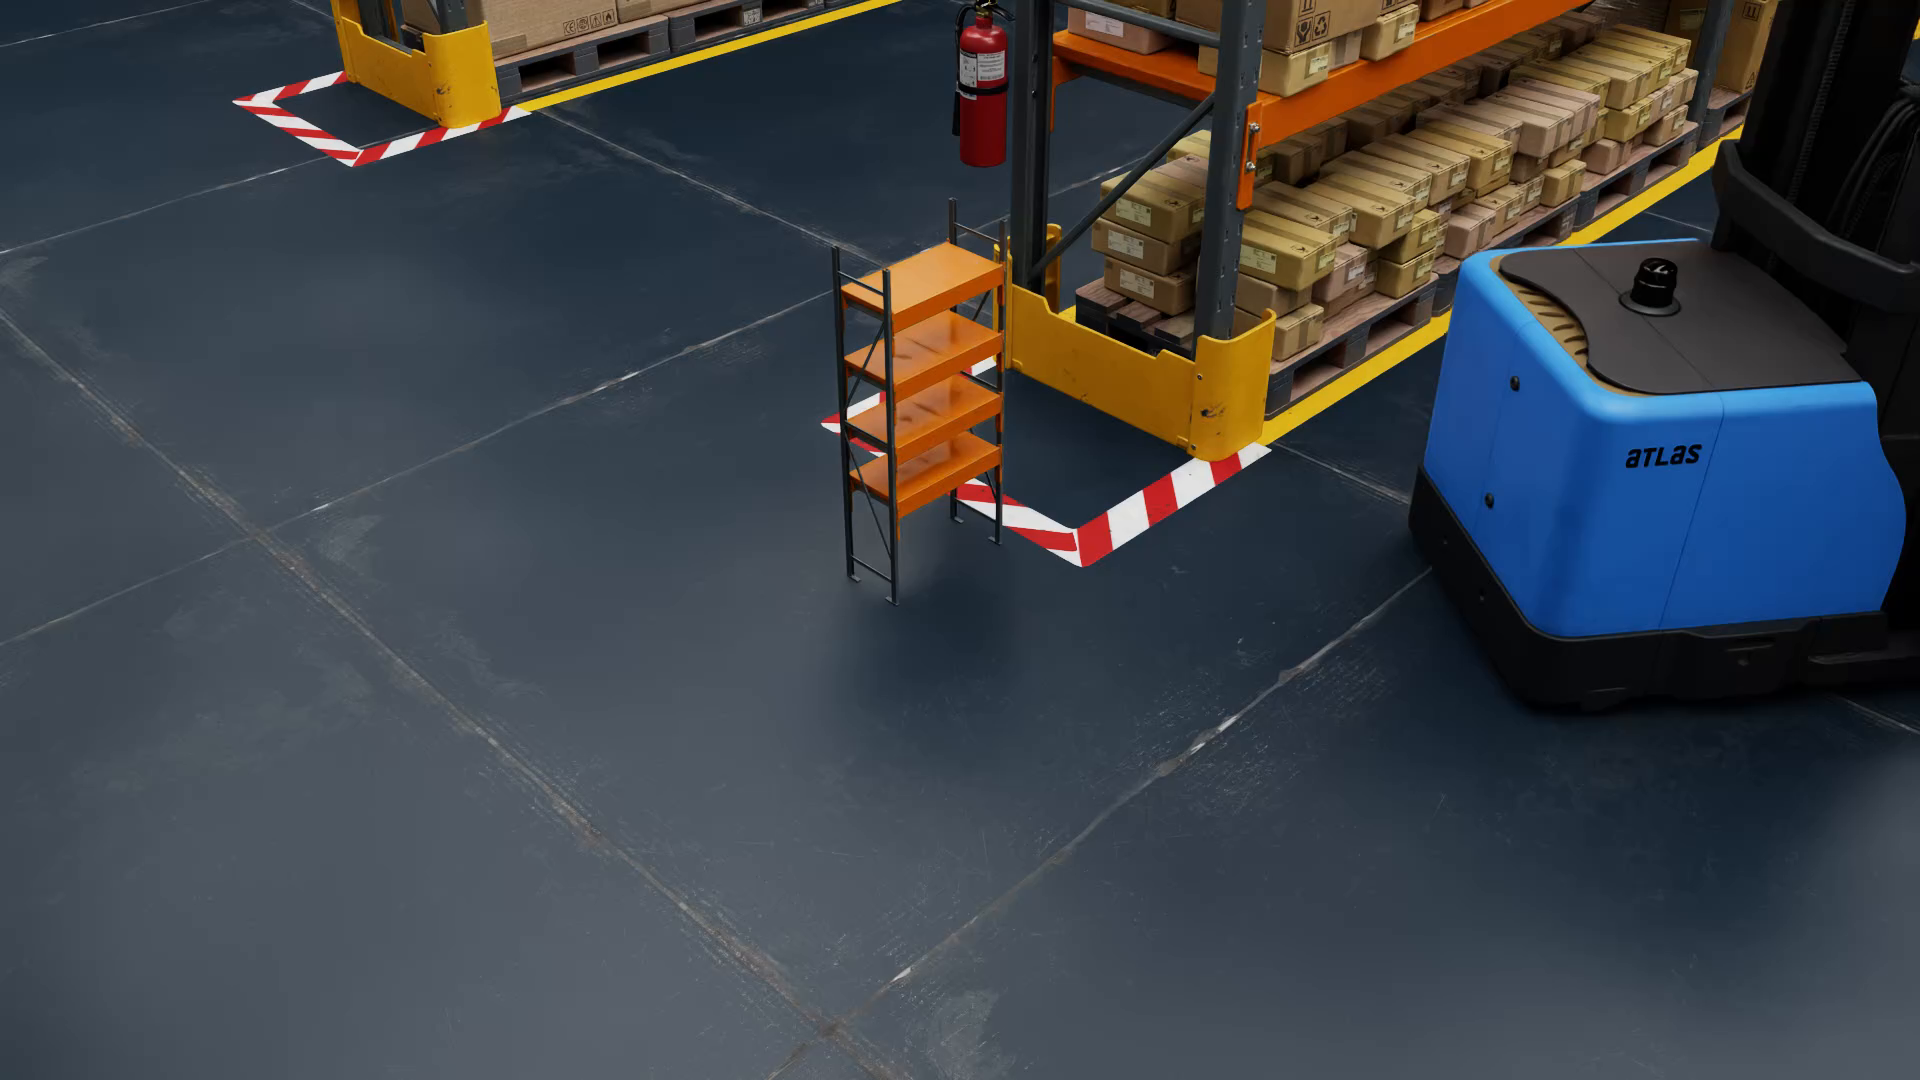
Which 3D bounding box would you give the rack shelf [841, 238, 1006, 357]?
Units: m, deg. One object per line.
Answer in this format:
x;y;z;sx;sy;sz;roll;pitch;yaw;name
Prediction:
-0.117;-0.747;5.086;0.258;0.148;0.480;30;45;35;rack shelf

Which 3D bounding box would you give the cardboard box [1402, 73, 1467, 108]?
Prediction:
2.100;-2.052;7.675;0.380;0.149;0.250;28;43;34;cardboard box

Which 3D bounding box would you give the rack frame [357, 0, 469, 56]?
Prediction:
-2.995;-3.732;8.478;1.000;3.000;0.127;30;45;35;rack frame

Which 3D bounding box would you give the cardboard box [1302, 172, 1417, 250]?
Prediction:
1.577;-1.311;6.613;0.380;0.149;0.250;29;44;35;cardboard box

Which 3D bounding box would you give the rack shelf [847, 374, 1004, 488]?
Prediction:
-0.117;-0.370;5.349;0.258;0.148;0.480;30;45;35;rack shelf

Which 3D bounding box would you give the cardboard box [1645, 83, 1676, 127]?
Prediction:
3.229;-2.155;8.083;0.380;0.149;0.250;27;43;33;cardboard box

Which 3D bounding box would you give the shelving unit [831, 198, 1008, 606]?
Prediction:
-0.117;-0.425;5.310;0.258;1.200;0.503;30;45;35;shelving unit

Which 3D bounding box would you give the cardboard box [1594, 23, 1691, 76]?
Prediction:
3.341;-2.399;8.173;0.250;0.149;0.380;-29;44;-34;cardboard box

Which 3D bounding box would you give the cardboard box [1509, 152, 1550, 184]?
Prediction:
2.438;-1.765;7.524;0.380;0.149;0.250;27;43;33;cardboard box

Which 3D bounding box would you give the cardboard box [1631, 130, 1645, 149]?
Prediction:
3.130;-2.036;8.172;0.250;0.149;0.380;-29;44;-34;cardboard box

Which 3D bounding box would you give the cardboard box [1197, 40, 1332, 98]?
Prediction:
1.050;-1.674;5.748;0.380;0.149;0.250;29;44;35;cardboard box

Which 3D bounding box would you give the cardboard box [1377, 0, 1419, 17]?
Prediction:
1.461;-2.239;5.991;0.500;0.500;0.500;30;45;35;cardboard box

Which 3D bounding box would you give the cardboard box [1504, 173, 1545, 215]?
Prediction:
2.412;-1.609;7.560;0.250;0.149;0.380;-29;44;-35;cardboard box

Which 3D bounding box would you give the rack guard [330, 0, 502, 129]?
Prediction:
-3.012;-2.697;9.180;1.175;0.500;0.348;30;45;35;rack guard

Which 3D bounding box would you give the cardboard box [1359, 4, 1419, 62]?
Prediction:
1.427;-1.882;6.045;0.380;0.149;0.250;28;44;34;cardboard box

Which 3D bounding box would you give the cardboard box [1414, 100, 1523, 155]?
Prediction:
2.222;-1.783;7.290;0.380;0.149;0.250;30;45;35;cardboard box

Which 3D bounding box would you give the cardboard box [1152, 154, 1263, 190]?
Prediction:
1.000;-1.420;6.769;0.250;0.149;0.380;-29;44;-35;cardboard box

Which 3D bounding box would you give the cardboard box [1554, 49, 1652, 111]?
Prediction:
3.019;-2.175;7.852;0.380;0.149;0.250;29;44;35;cardboard box

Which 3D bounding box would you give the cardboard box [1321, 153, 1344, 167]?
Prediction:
1.479;-1.659;7.371;0.250;0.149;0.380;-29;44;-35;cardboard box

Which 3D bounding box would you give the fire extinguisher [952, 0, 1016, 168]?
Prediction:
0.084;-1.677;5.926;0.296;0.674;0.183;30;45;35;fire extinguisher

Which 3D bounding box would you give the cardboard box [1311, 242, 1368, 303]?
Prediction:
1.374;-1.100;6.570;0.380;0.149;0.250;29;44;35;cardboard box

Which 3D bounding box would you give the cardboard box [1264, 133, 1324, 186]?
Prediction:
1.320;-1.656;7.108;0.380;0.149;0.250;28;43;34;cardboard box

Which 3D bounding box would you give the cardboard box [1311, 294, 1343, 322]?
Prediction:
1.312;-1.003;6.692;0.380;0.149;0.250;29;44;35;cardboard box

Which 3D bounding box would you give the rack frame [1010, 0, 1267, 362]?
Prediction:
0.589;-1.778;5.677;1.000;3.000;0.127;30;45;35;rack frame

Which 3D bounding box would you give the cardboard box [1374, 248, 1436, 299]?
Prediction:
1.740;-1.167;6.926;0.250;0.149;0.380;-29;44;-35;cardboard box

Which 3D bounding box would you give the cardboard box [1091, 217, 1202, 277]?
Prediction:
0.759;-1.232;6.759;0.380;0.149;0.250;28;44;34;cardboard box

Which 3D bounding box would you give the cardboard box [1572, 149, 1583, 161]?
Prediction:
2.718;-1.845;7.898;0.380;0.149;0.250;28;44;34;cardboard box

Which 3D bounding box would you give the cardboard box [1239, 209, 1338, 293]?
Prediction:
1.199;-1.100;6.310;0.380;0.149;0.250;27;43;33;cardboard box

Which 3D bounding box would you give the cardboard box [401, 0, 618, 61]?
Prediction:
-2.601;-3.161;9.533;0.875;0.438;0.875;28;44;34;cardboard box

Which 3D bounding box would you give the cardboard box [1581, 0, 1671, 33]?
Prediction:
3.750;-2.950;9.176;0.500;0.500;0.500;29;44;35;cardboard box

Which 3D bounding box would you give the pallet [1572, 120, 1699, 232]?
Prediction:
2.959;-1.971;8.391;1.003;0.211;1.213;30;45;35;pallet

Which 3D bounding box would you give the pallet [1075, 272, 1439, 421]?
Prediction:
1.240;-0.980;6.971;1.003;0.211;1.213;30;45;35;pallet

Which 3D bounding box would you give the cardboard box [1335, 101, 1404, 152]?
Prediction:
1.734;-1.850;7.386;0.380;0.149;0.250;28;44;34;cardboard box

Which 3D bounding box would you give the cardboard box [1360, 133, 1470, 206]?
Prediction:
1.895;-1.554;6.961;0.250;0.149;0.380;-28;44;-34;cardboard box

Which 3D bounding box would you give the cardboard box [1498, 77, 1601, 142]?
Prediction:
2.656;-1.954;7.535;0.380;0.149;0.250;27;43;33;cardboard box

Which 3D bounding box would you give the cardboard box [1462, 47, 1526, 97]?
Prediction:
2.471;-2.266;7.983;0.380;0.149;0.250;28;44;34;cardboard box

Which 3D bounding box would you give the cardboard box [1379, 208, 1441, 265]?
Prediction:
1.741;-1.296;6.851;0.250;0.149;0.380;-28;44;-34;cardboard box

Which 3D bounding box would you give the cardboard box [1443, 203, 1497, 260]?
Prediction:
2.089;-1.375;7.224;0.380;0.149;0.250;27;43;33;cardboard box

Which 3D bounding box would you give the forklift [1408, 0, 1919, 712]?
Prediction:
3.093;-1.063;4.712;3.031;2.935;1.130;-4;35;-6;forklift

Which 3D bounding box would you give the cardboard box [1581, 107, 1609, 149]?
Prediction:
2.807;-1.977;7.828;0.250;0.149;0.380;-29;44;-35;cardboard box

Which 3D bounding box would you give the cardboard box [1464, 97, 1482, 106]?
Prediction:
2.262;-2.045;7.925;0.250;0.149;0.380;-28;43;-34;cardboard box

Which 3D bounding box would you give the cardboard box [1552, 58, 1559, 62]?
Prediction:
2.810;-2.369;8.390;0.250;0.149;0.380;-30;45;-35;cardboard box

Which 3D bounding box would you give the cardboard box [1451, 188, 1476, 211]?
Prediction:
2.022;-1.568;7.242;0.250;0.149;0.380;-27;43;-33;cardboard box

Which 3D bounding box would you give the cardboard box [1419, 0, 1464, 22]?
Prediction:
1.721;-2.142;6.419;0.380;0.149;0.250;29;44;35;cardboard box

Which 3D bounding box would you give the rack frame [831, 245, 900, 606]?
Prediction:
-0.289;-0.326;5.168;0.240;1.200;0.015;30;45;35;rack frame

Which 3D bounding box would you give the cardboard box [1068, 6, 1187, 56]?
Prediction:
0.618;-1.921;6.102;0.380;0.149;0.250;30;45;35;cardboard box

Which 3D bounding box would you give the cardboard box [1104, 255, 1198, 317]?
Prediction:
0.812;-1.078;6.799;0.250;0.149;0.380;-29;44;-35;cardboard box

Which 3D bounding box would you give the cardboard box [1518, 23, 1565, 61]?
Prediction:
2.782;-2.504;8.323;0.250;0.149;0.380;-28;43;-34;cardboard box

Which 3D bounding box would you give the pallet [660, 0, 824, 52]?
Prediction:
-1.627;-3.437;10.493;1.003;0.211;1.213;30;45;35;pallet
